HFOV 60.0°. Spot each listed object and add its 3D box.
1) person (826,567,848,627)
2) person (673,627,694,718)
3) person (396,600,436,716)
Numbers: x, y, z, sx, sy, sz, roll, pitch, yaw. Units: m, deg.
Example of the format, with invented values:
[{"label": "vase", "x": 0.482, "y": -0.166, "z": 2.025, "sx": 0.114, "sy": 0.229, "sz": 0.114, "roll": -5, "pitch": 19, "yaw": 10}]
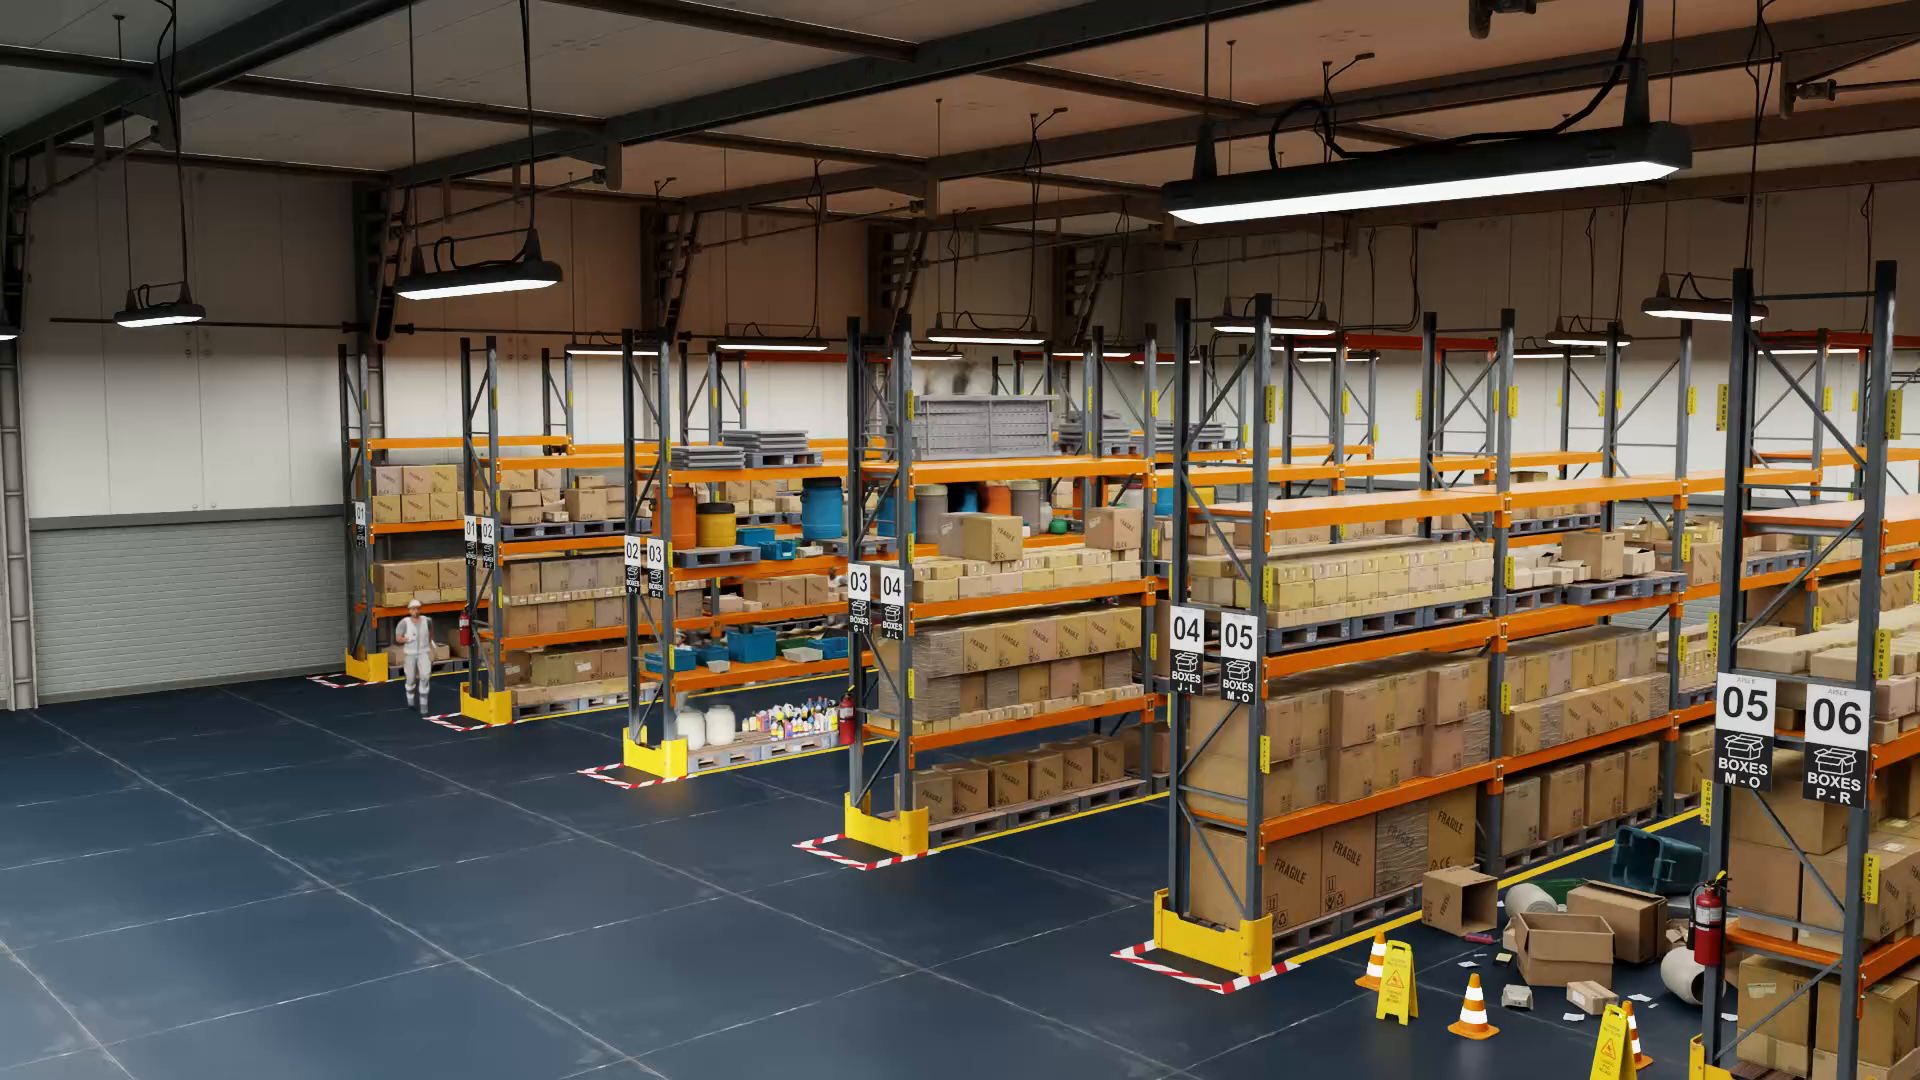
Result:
[{"label": "person", "x": -2.461, "y": 1.341, "z": 32.793, "sx": 0.703, "sy": 1.832, "sz": 0.850, "roll": 5, "pitch": 7, "yaw": 43}, {"label": "person", "x": -4.164, "y": 2.122, "z": 24.838, "sx": 0.642, "sy": 1.667, "sz": 0.540, "roll": 4, "pitch": 6, "yaw": 35}, {"label": "person", "x": -8.739, "y": 1.868, "z": 26.738, "sx": 0.647, "sy": 1.840, "sz": 0.886, "roll": -2, "pitch": 6, "yaw": -26}]
